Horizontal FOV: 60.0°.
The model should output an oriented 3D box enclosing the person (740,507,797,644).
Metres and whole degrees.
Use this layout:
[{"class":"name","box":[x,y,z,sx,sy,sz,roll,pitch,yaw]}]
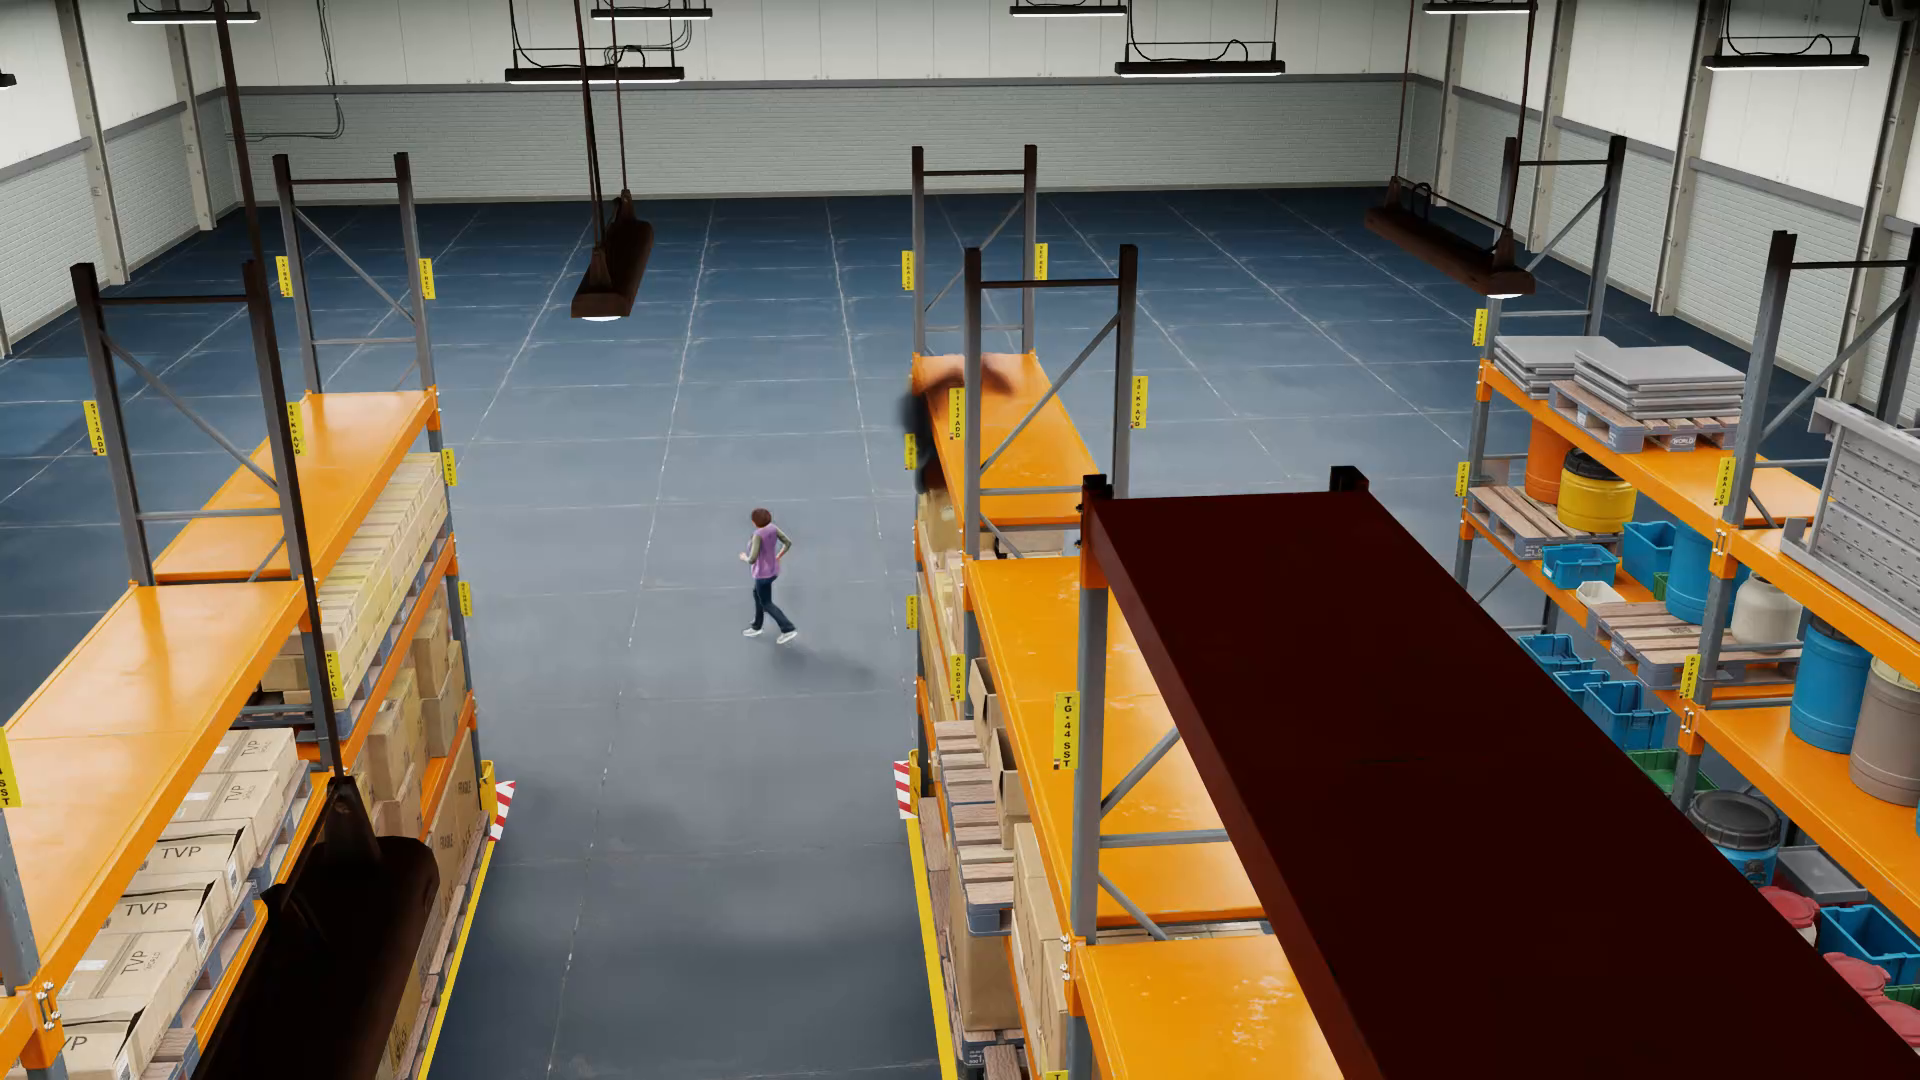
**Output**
[{"class":"person","box":[-2.138,0.409,18.458,0.790,1.600,0.552,11,24,25]}]
